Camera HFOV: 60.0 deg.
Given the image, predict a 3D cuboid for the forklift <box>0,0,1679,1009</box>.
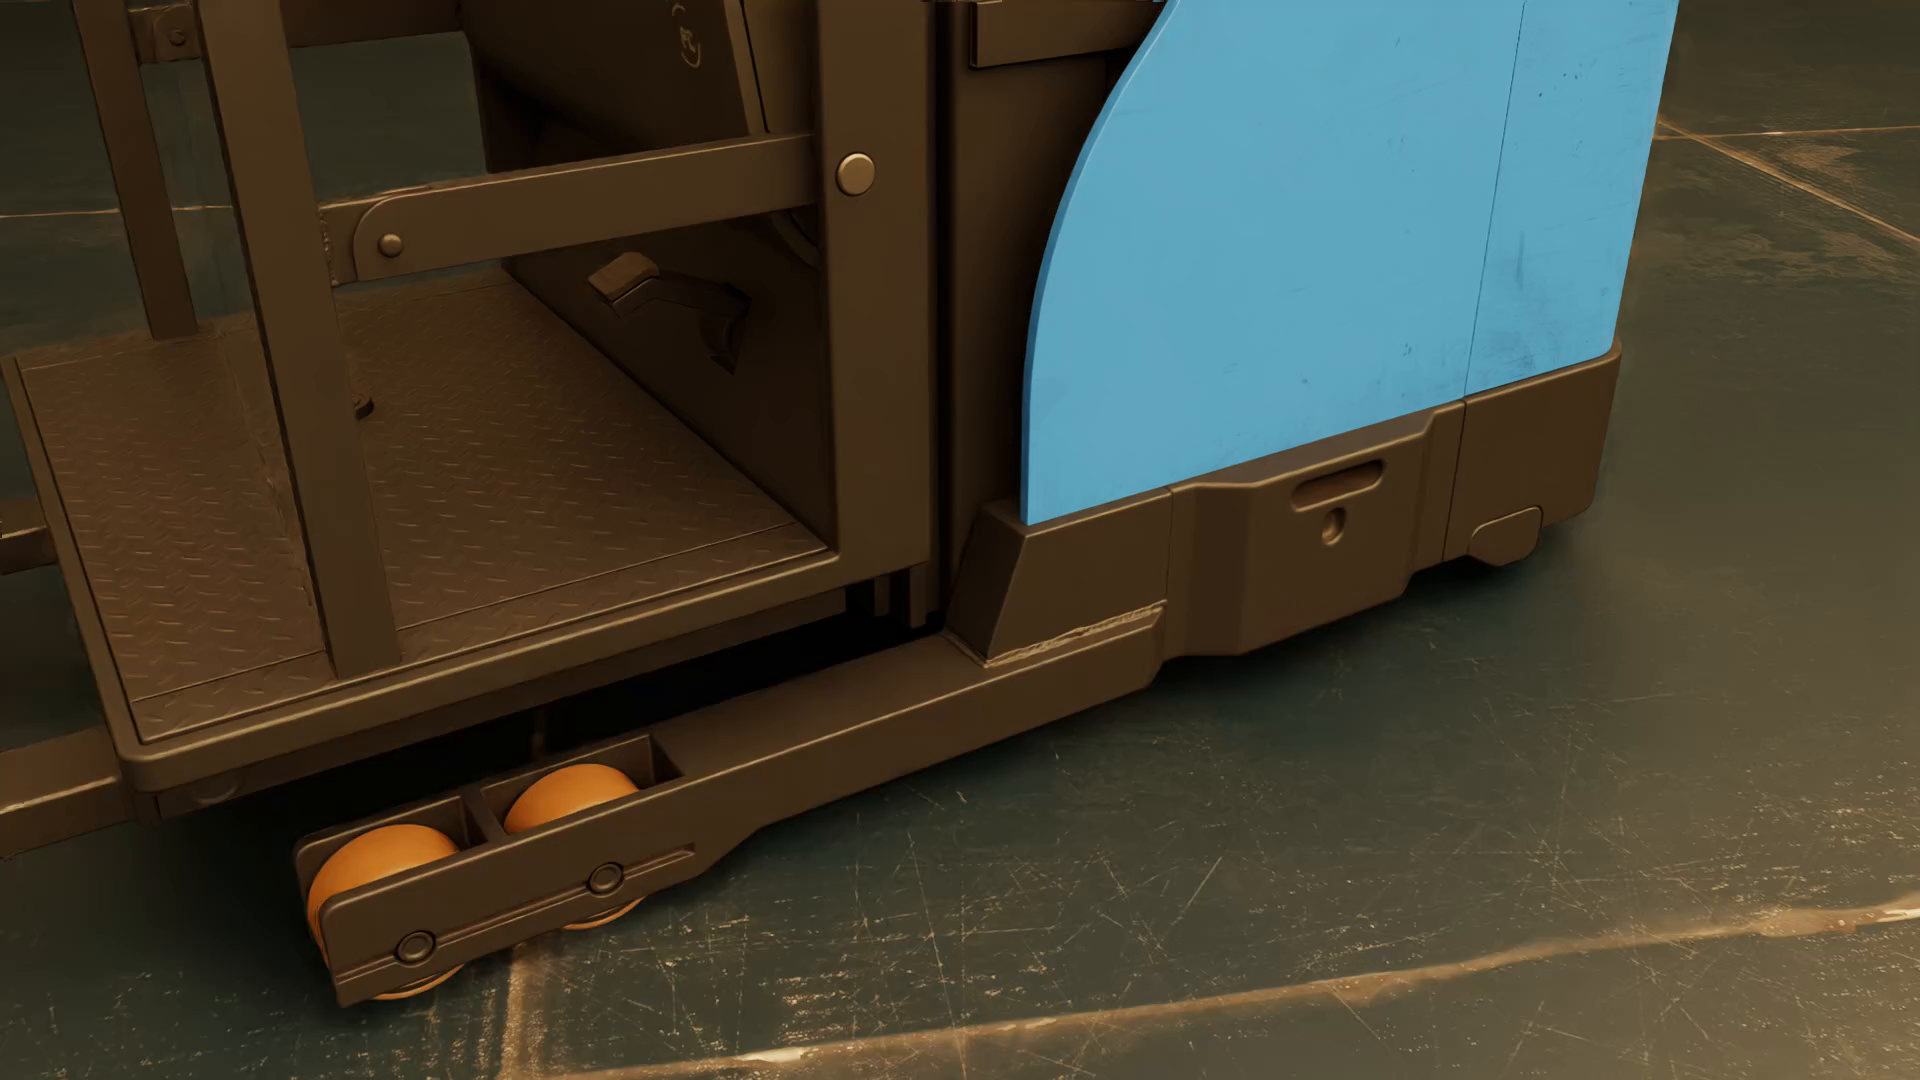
[{"bbox_3d":[-0.580,-1.125,1.494,3.031,2.935,1.130,-16,32,-28],"label":"forklift"}]
